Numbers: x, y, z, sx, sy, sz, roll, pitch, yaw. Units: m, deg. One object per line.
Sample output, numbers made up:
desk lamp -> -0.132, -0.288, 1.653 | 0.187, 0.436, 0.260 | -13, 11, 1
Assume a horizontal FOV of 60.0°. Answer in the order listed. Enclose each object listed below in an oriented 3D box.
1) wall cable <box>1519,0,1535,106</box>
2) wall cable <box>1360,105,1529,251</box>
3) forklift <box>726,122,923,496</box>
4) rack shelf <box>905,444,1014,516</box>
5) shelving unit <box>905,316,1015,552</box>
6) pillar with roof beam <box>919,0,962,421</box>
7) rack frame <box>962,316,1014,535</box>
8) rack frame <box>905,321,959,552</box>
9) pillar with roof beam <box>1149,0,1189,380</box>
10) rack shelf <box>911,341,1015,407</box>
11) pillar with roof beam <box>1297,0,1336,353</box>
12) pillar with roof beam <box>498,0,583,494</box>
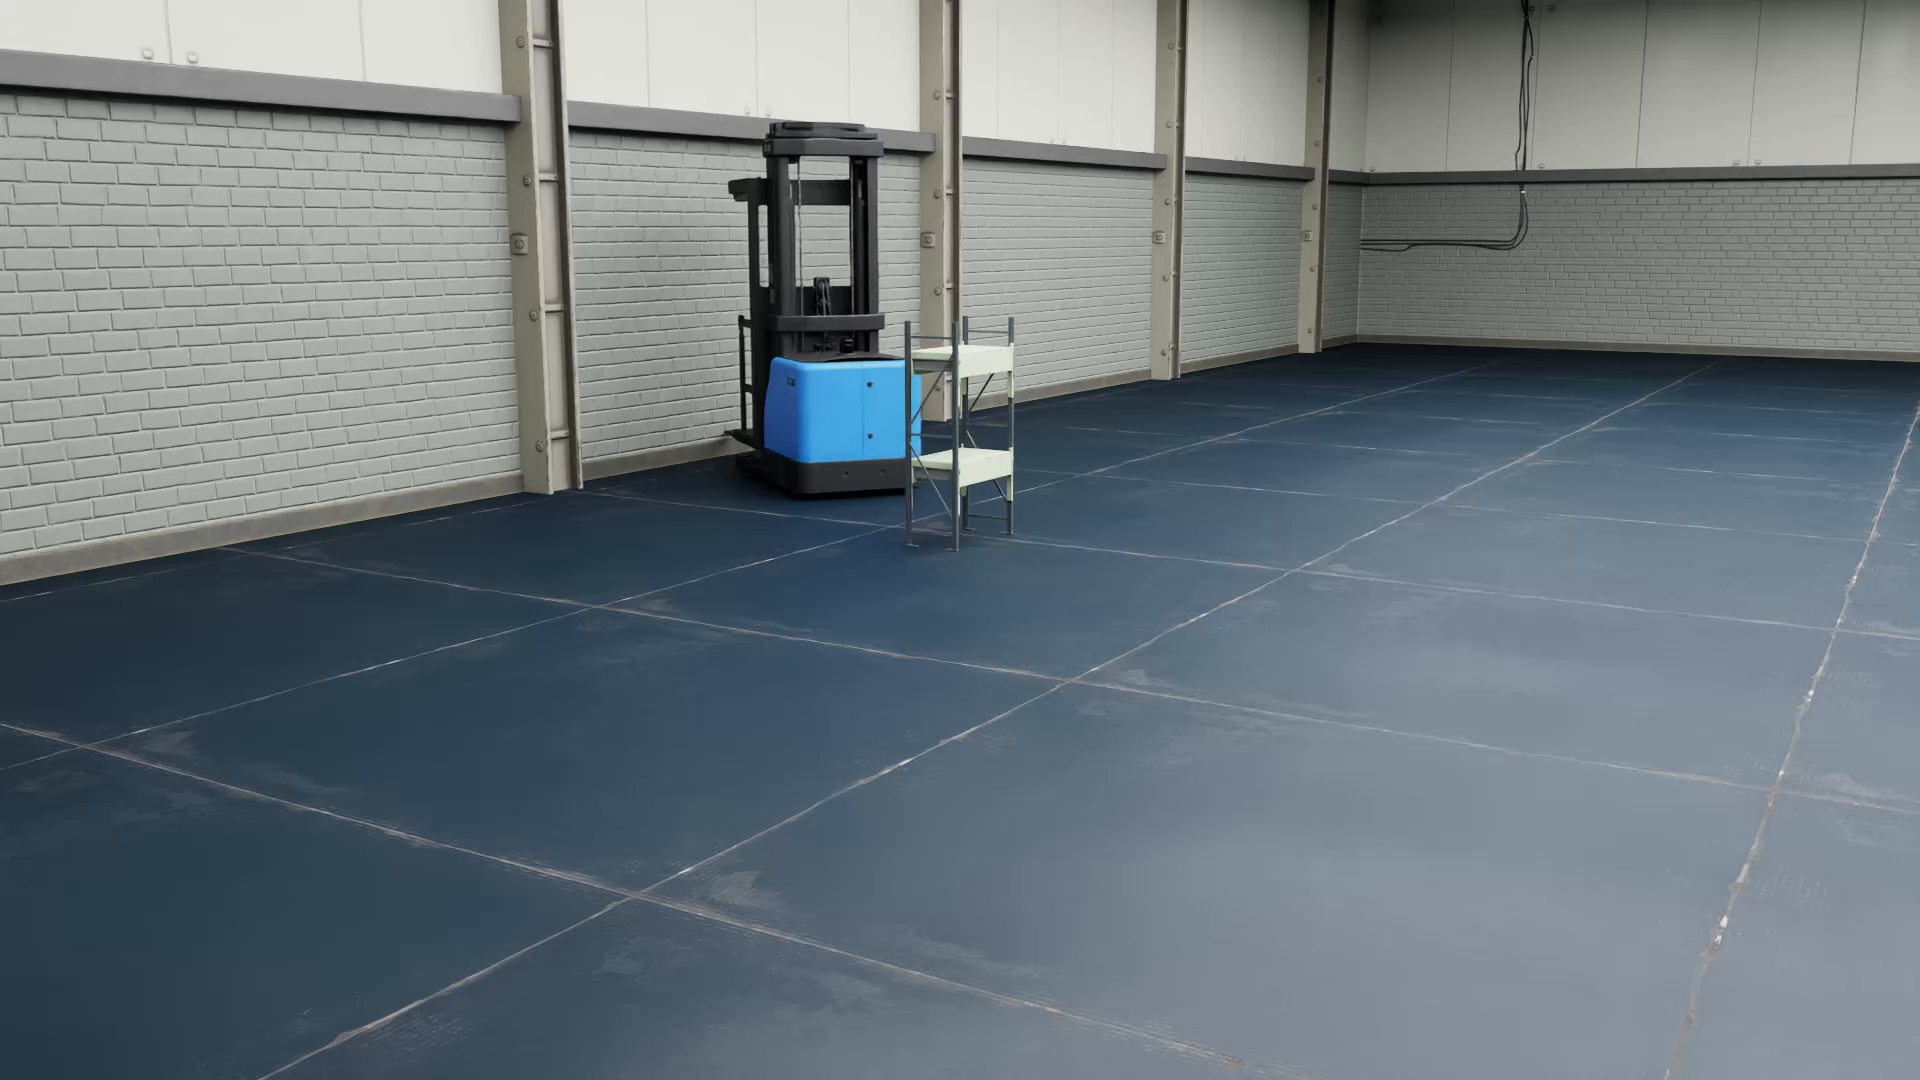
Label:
wall cable -> 10.995, -8.700, 28.099 | 3.097, 2.526, 0.112 | 6, 12, 31
wall cable -> 8.683, -6.476, 29.944 | 3.097, 2.526, 0.112 | 6, 12, 31
forklift -> -1.318, -2.018, 14.185 | 1.130, 2.935, 3.031 | -4, 11, -22
rack shelf -> 0.003, -0.418, 11.296 | 0.431, 0.370, 0.720 | 6, 12, 31
shelving unit -> 0.003, -0.738, 11.236 | 0.431, 1.500, 0.755 | 6, 12, 31
pillar with roof beam -> 3.473, -5.367, 15.580 | 9.100, 9.000, 0.400 | 6, 12, 31
rack frame -> 0.193, -0.796, 11.544 | 0.400, 1.500, 0.023 | 6, 12, 31
rack frame -> -0.187, -0.681, 10.929 | 0.400, 1.500, 0.023 | 6, 12, 31
pillar with roof beam -> 6.588, -6.310, 20.621 | 9.100, 9.000, 0.400 | 6, 12, 31
rack shelf -> 0.003, -1.122, 11.164 | 0.431, 0.370, 0.720 | 6, 12, 31
pillar with roof beam -> 9.703, -7.254, 25.661 | 9.100, 9.000, 0.400 | 6, 12, 31
pillar with roof beam -> 0.357, -4.423, 10.540 | 9.100, 9.000, 0.400 | 6, 12, 31
